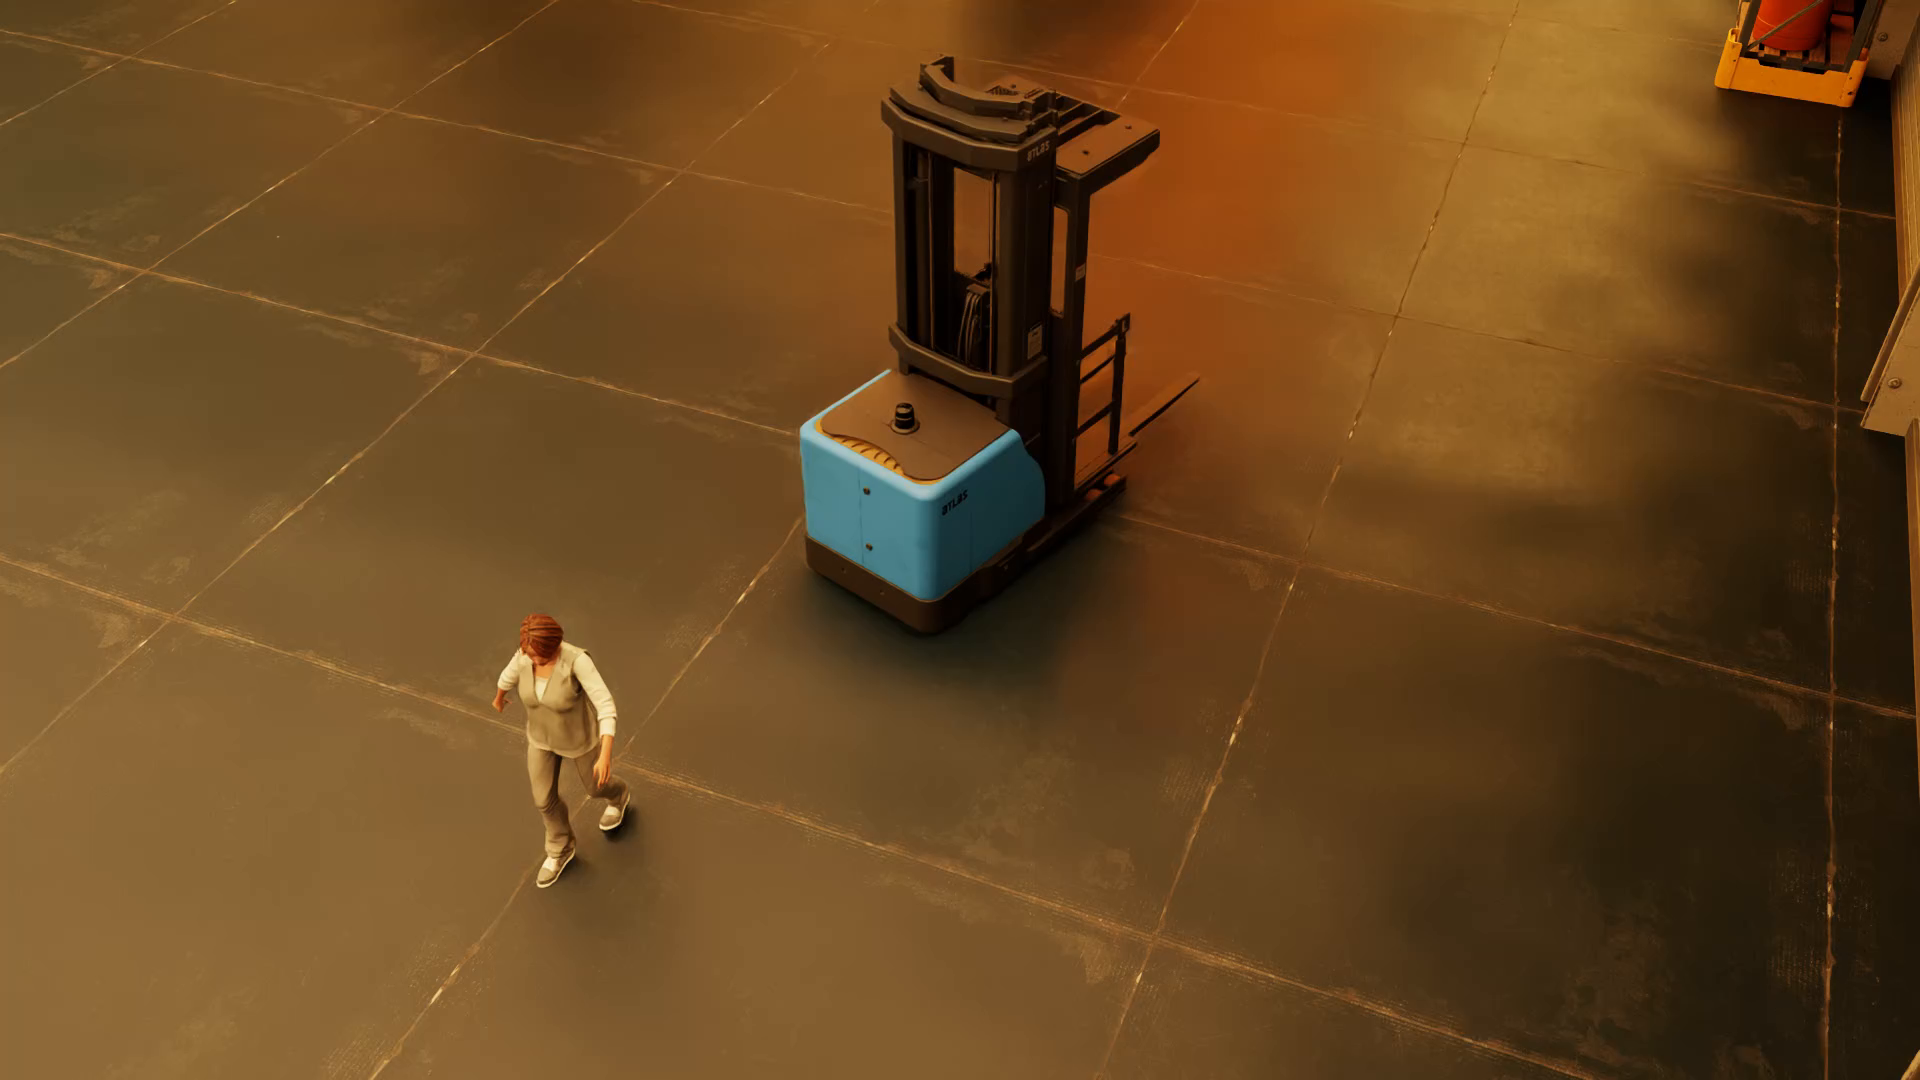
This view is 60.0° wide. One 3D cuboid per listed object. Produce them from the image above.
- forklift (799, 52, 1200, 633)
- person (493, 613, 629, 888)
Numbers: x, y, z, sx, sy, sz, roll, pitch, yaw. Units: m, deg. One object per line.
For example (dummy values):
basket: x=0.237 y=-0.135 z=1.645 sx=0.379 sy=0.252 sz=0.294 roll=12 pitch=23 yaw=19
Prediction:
forklift: x=0.405 y=-1.468 z=9.760 sx=1.130 sy=2.935 sz=3.031 roll=28 pitch=48 yaw=30
person: x=-1.914 y=0.954 z=7.936 sx=0.812 sy=1.579 sz=0.703 roll=9 pitch=41 yaw=11
